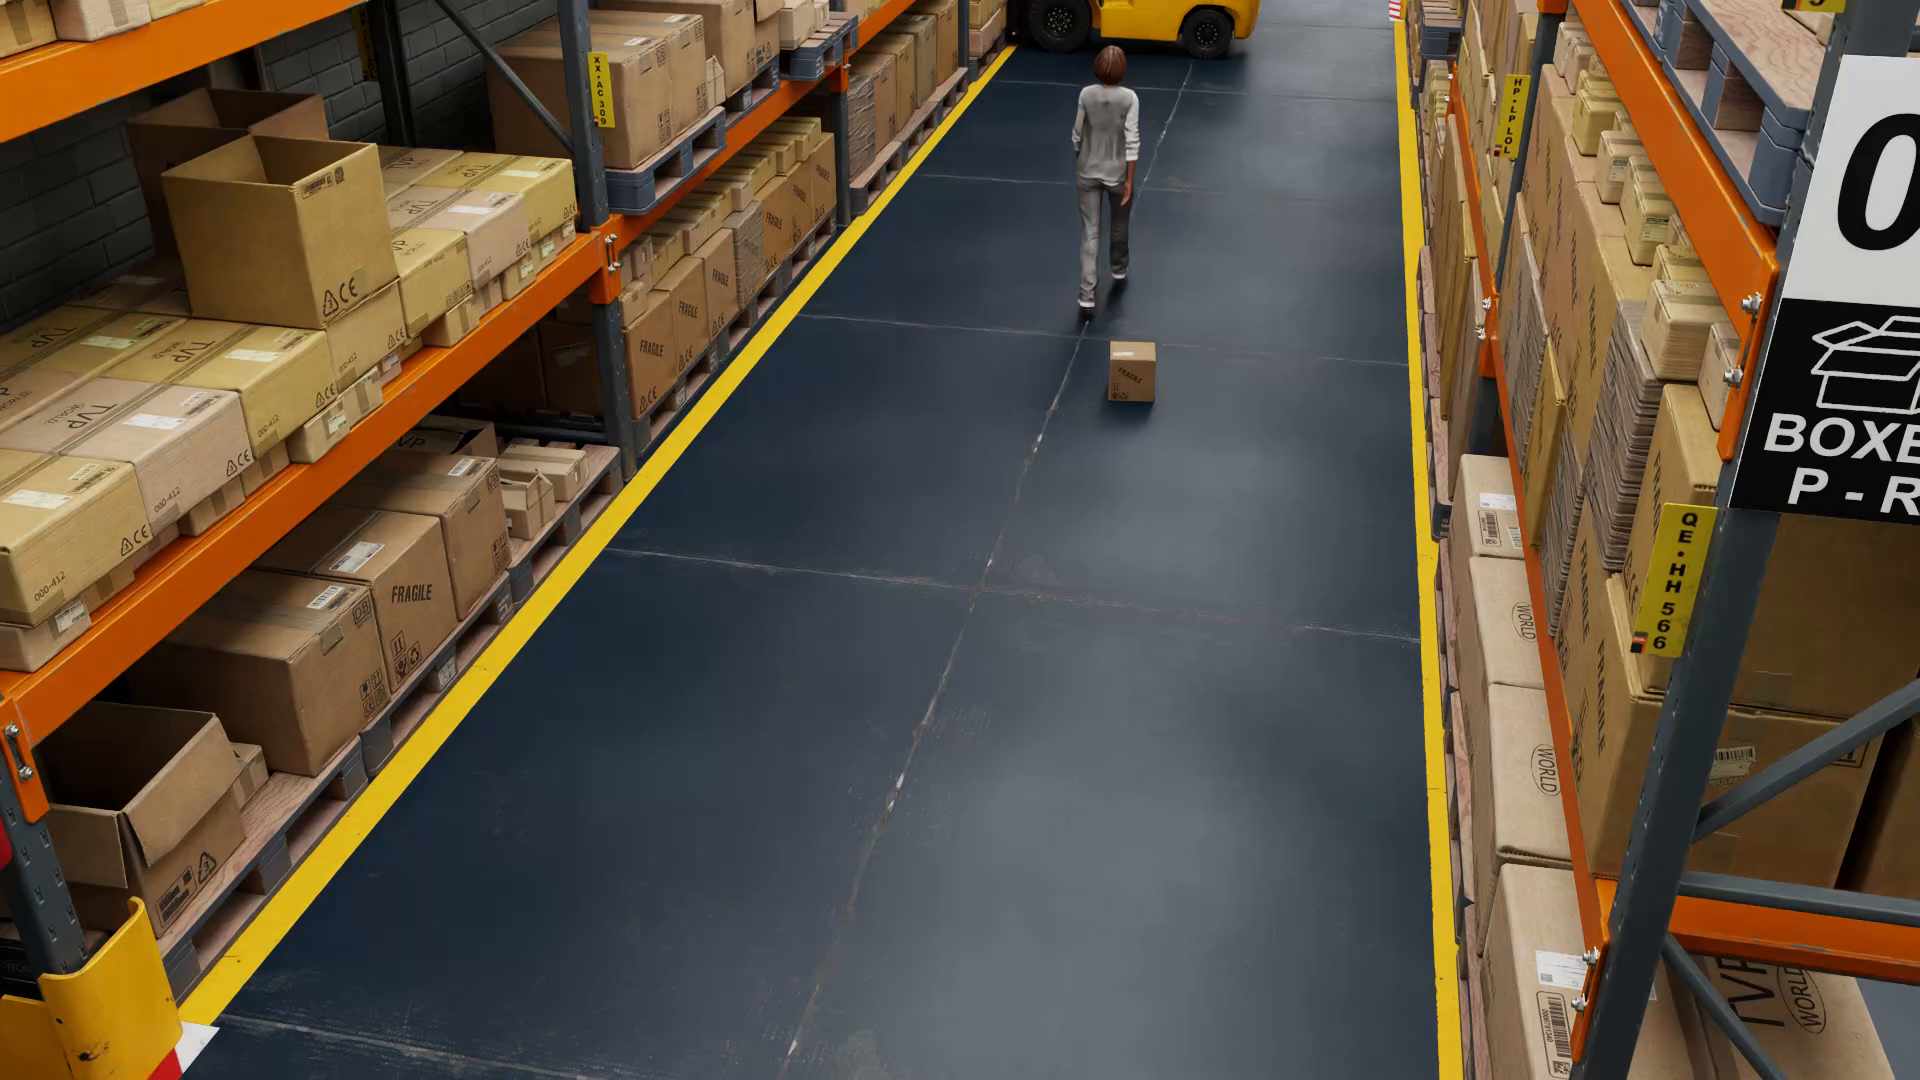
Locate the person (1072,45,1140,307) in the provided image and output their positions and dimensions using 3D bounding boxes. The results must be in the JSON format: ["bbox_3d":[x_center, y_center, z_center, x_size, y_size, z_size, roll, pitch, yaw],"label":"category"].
[{"bbox_3d":[0.885,-2.256,10.159,0.422,1.537,0.963,5,30,8],"label":"person"}]
